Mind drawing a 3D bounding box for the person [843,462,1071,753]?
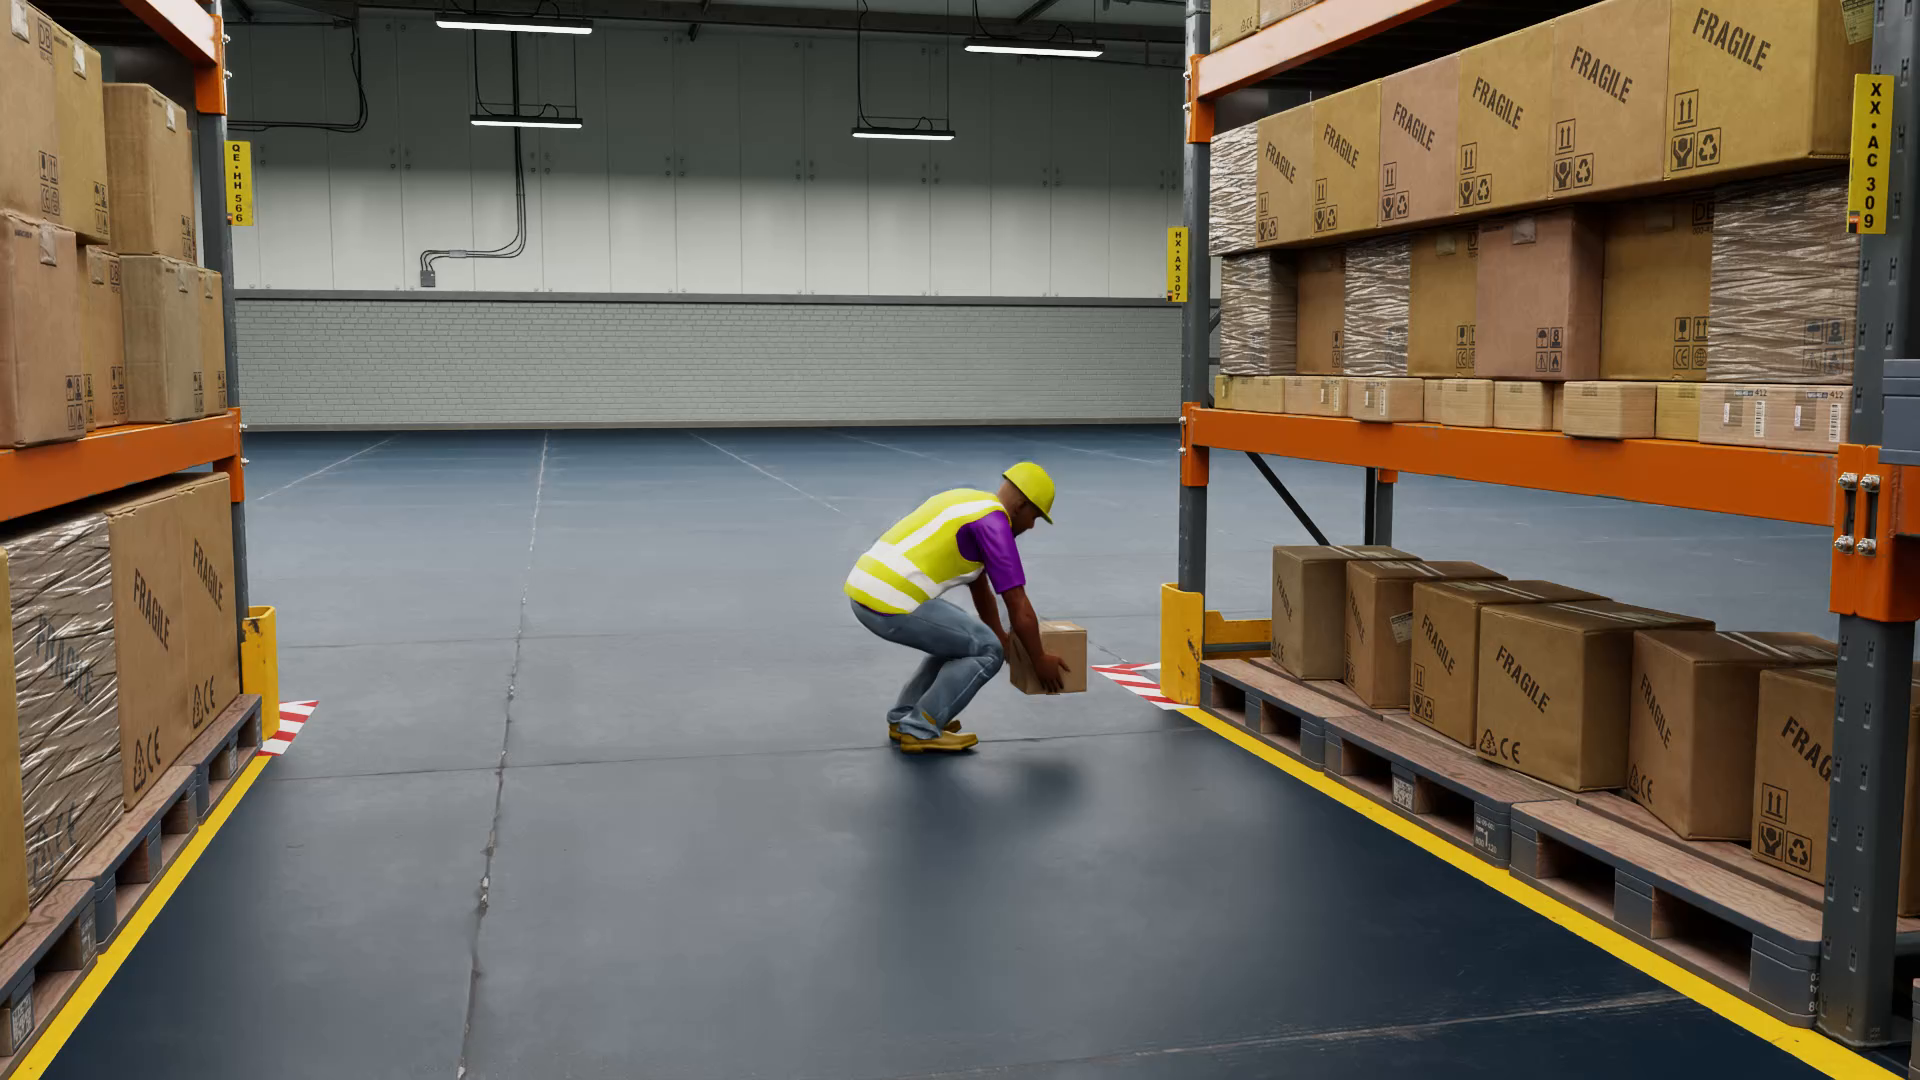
[{"bbox_3d":[-0.033,0.250,6.613,0.860,1.111,0.603,-1,6,-14],"label":"person"}]
